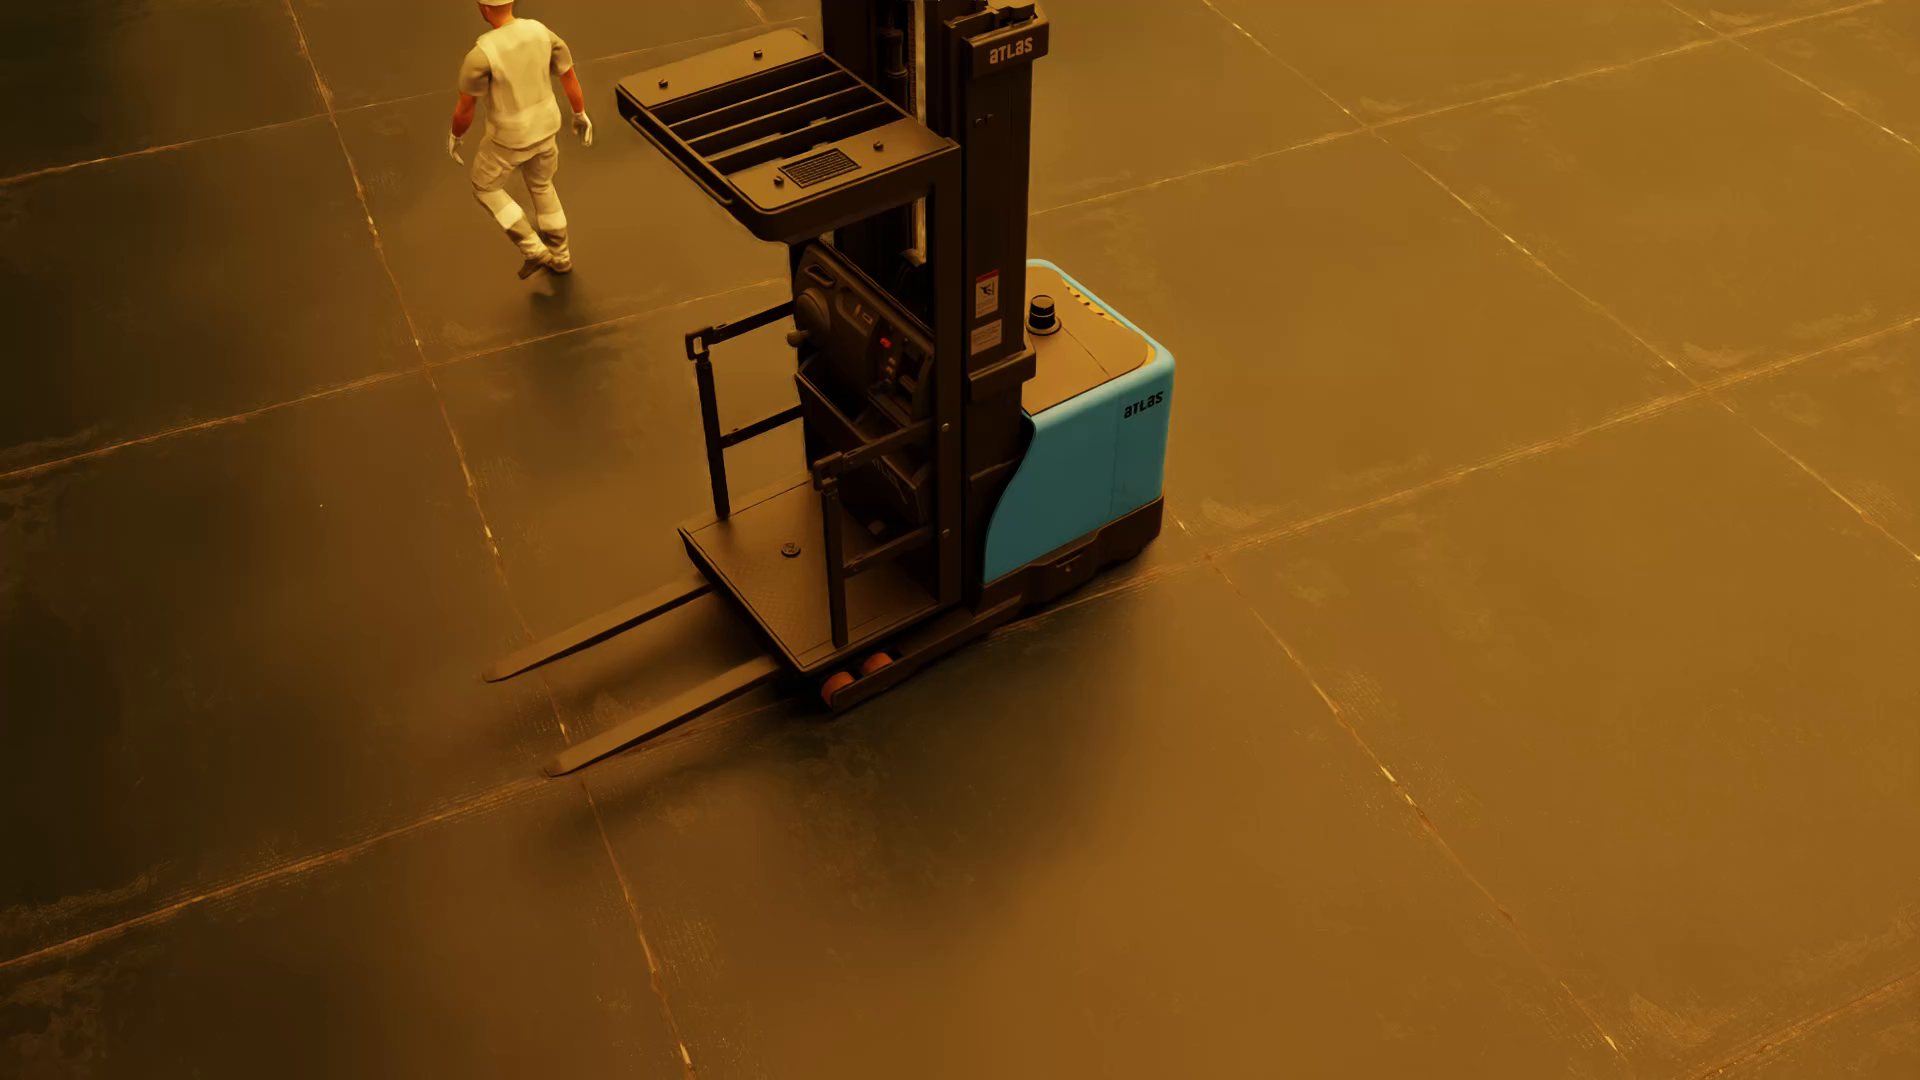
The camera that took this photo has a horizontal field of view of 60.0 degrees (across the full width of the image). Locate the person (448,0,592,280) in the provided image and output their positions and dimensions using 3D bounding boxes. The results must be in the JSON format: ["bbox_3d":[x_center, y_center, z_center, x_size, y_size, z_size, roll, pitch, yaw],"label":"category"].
[{"bbox_3d":[-2.354,-2.183,8.874,0.485,1.766,0.726,31,51,29],"label":"person"}]

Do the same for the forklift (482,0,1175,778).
[{"bbox_3d":[-0.559,-0.760,6.494,3.031,2.935,1.130,-26,49,-25],"label":"forklift"}]
